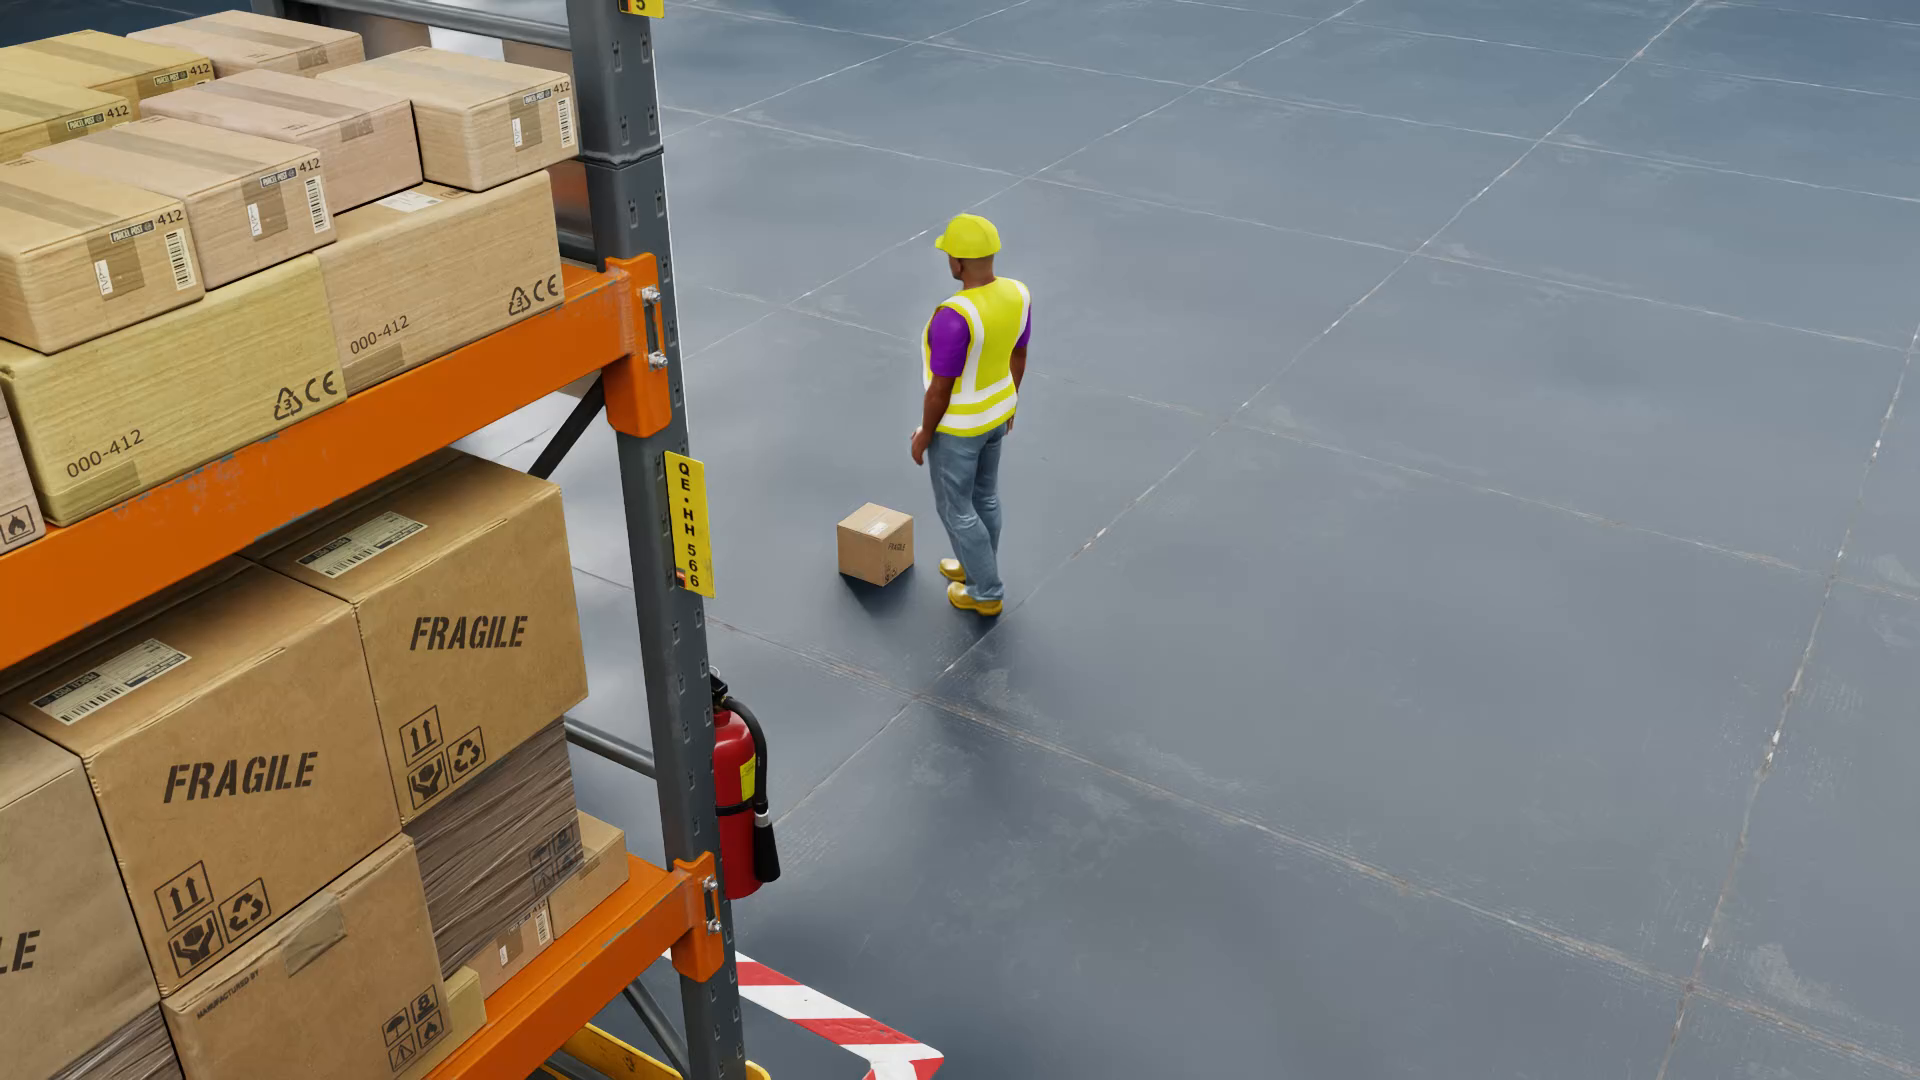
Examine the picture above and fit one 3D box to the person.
[{"bbox_3d":[0.036,-0.518,6.979,0.509,1.780,0.586,22,37,33],"label":"person"}]
